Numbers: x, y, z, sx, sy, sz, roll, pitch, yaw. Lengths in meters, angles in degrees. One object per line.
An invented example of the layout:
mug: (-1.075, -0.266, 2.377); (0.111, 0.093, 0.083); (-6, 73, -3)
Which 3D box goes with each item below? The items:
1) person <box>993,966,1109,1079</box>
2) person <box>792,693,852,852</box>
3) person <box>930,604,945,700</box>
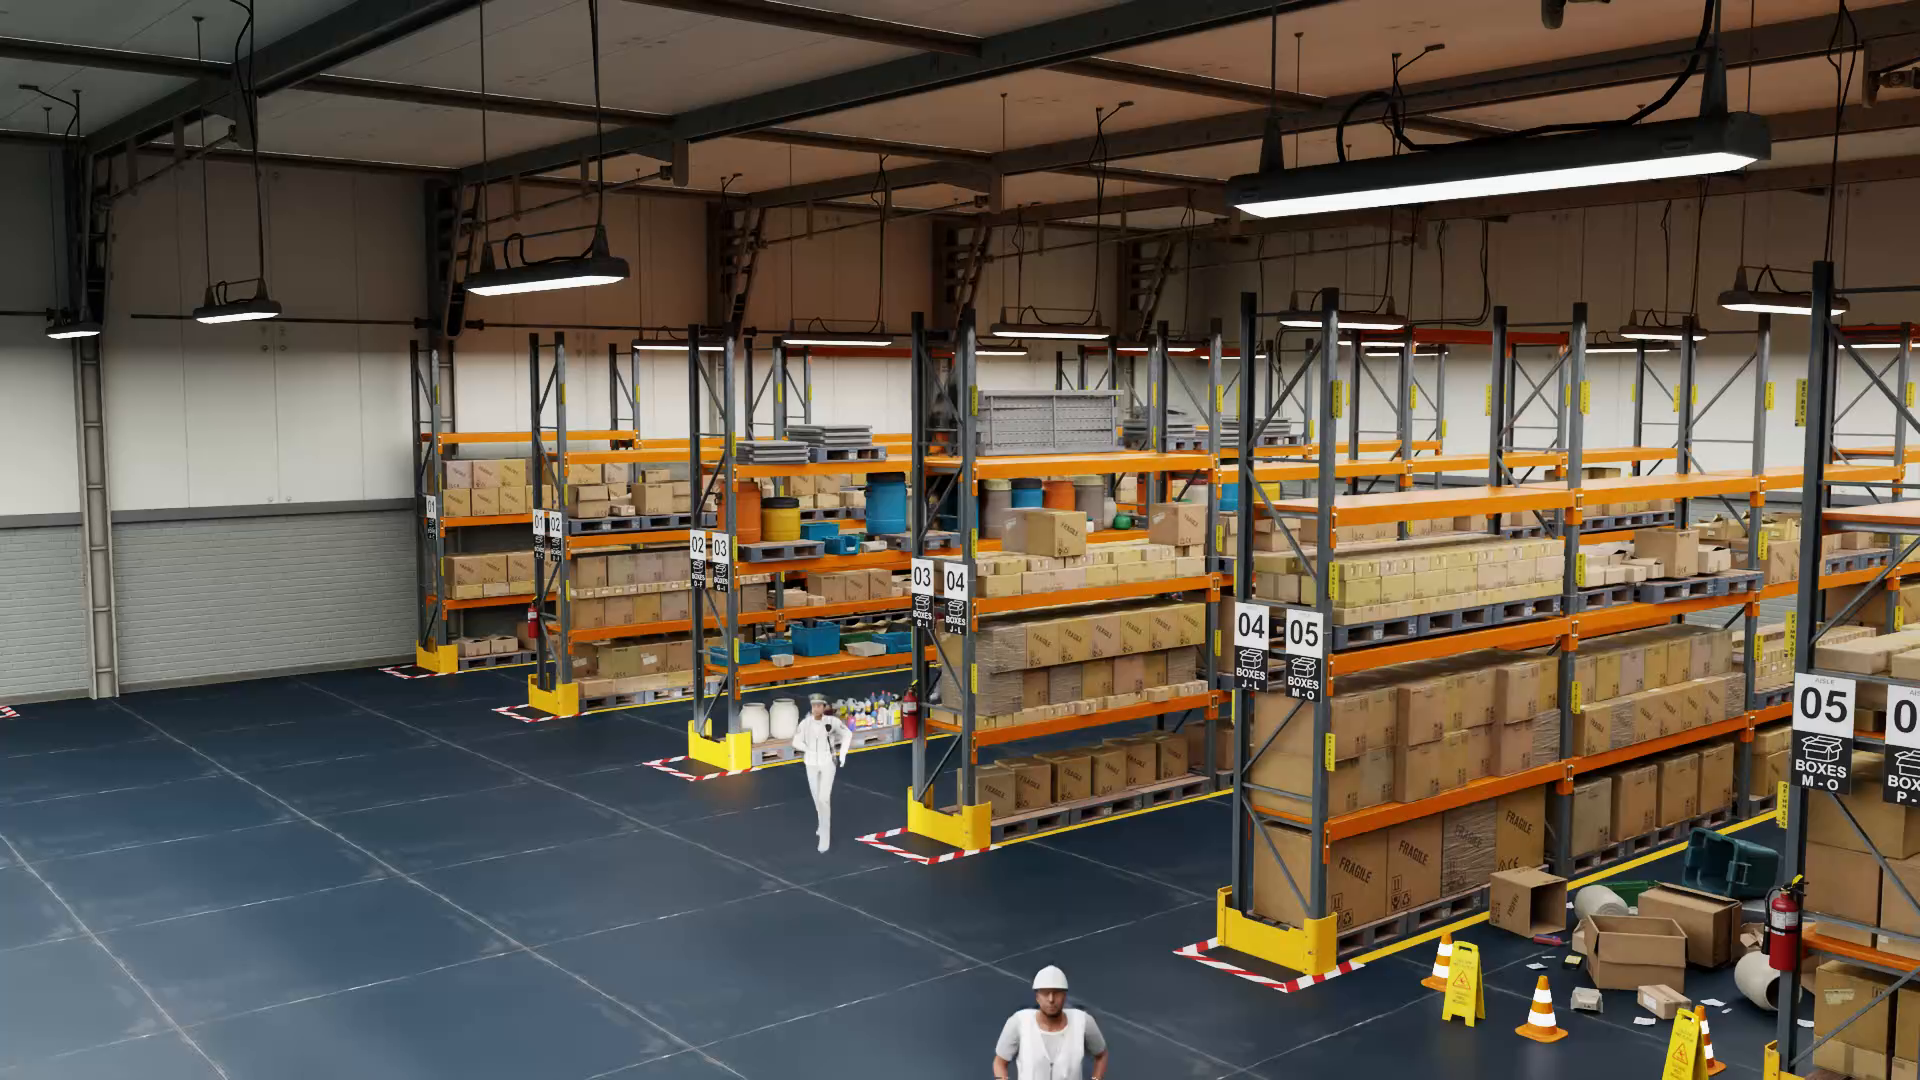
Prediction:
person: (0.545, 3.391, 9.897); (0.692, 1.751, 0.746); (0, 5, 0)
person: (-1.575, 2.578, 18.778); (0.611, 1.747, 0.729); (1, 5, 15)
person: (-0.197, 1.739, 27.672); (0.710, 1.776, 0.944); (5, 7, 45)
